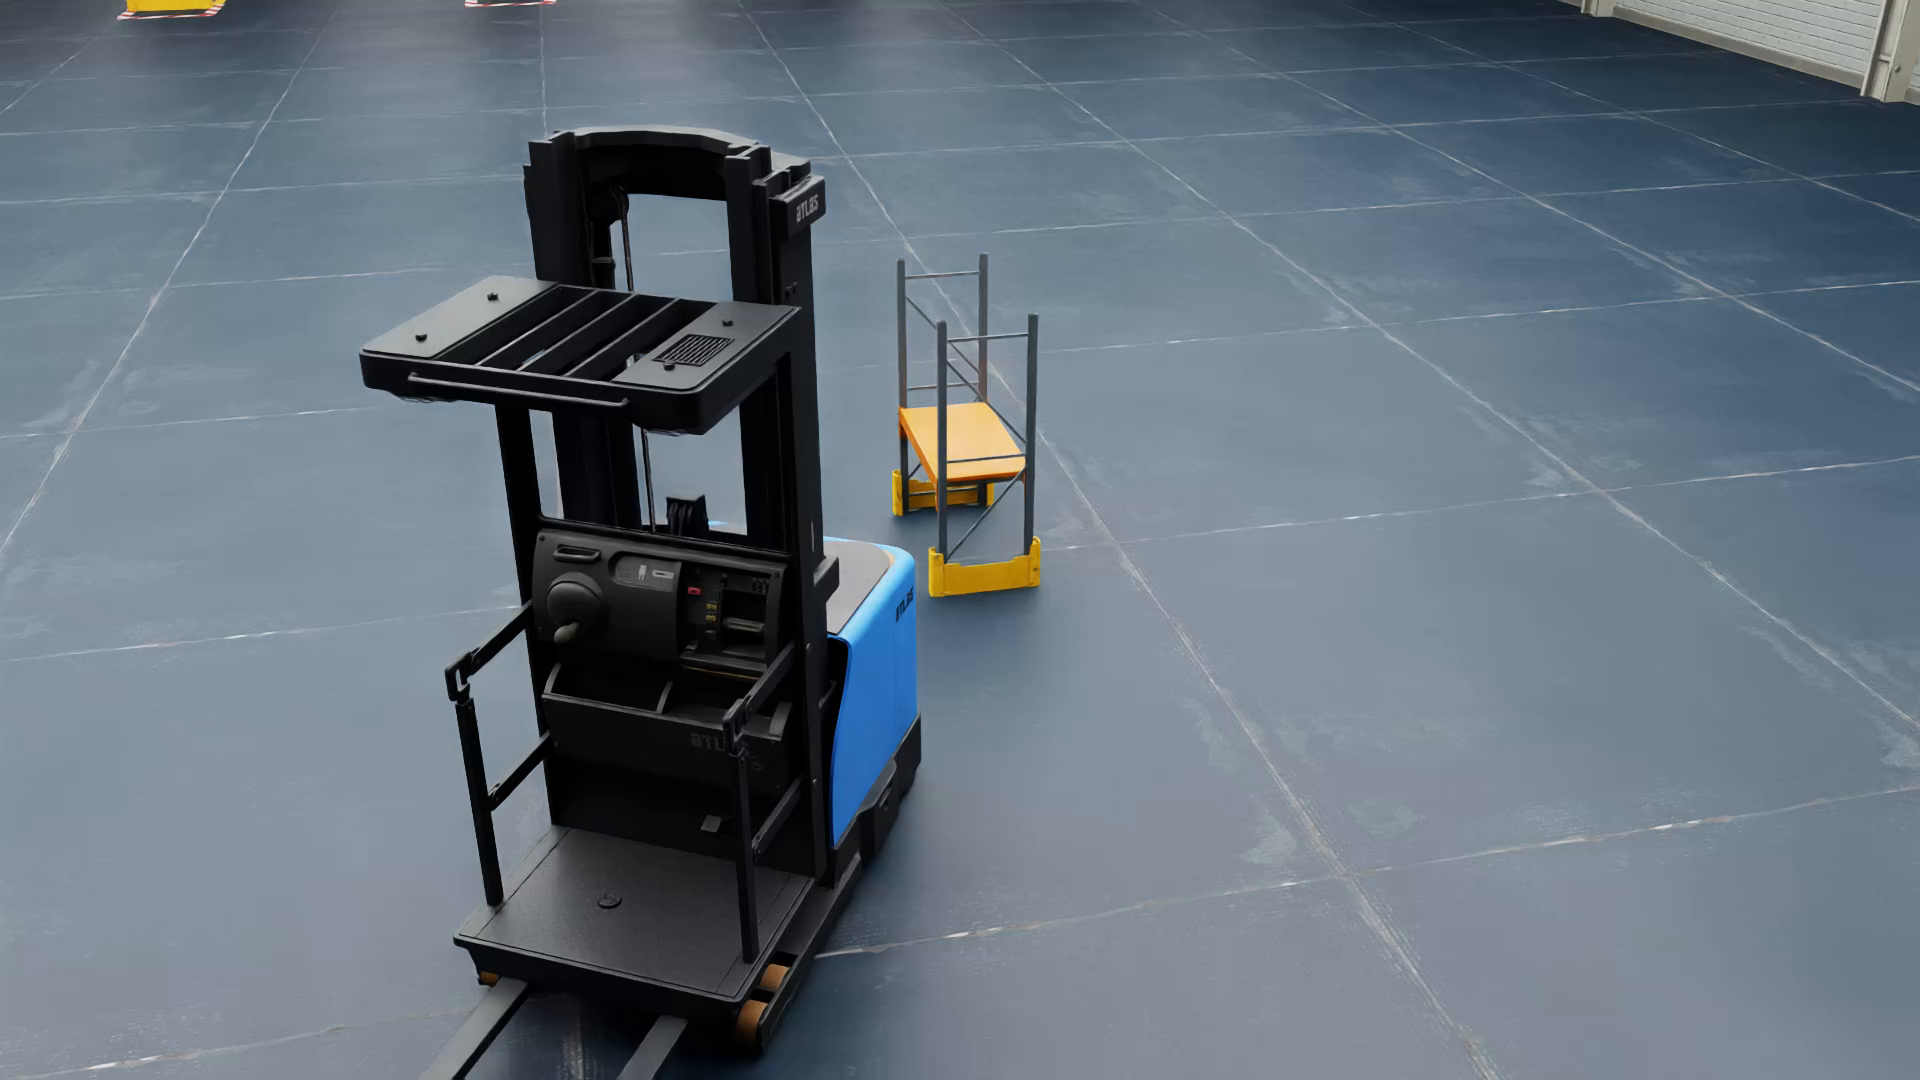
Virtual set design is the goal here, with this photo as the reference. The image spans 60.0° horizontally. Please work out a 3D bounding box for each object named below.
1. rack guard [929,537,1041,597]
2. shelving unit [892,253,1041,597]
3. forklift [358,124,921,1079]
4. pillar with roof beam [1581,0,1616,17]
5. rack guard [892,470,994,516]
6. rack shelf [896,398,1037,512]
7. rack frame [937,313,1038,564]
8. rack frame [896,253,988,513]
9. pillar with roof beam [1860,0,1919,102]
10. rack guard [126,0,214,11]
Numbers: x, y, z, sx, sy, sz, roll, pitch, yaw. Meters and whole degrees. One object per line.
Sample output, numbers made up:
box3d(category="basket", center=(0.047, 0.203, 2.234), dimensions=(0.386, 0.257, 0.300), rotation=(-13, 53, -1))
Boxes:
box3d(category="rack guard", center=(0.129, 0.140, 8.694), dimensions=(0.587, 0.250, 0.087), rotation=(-6, 27, -12))
box3d(category="shelving unit", center=(0.017, -0.636, 8.846), dimensions=(0.587, 1.500, 1.083), rotation=(-6, 27, -12))
box3d(category="forklift", center=(-1.099, 0.251, 5.501), dimensions=(1.130, 2.935, 3.031), rotation=(8, 28, 16))
box3d(category="pillar with roof beam", center=(5.288, -11.401, 21.851), dimensions=(9.100, 9.000, 0.400), rotation=(-6, 27, -12))
box3d(category="rack guard", center=(-0.095, -0.297, 9.561), dimensions=(0.587, 0.250, 0.087), rotation=(-6, 27, -12))
box3d(category="rack shelf", center=(0.019, -0.472, 8.919), dimensions=(0.538, 0.185, 1.000), rotation=(-6, 27, -12))
box3d(category="rack frame", center=(0.134, -0.409, 8.396), dimensions=(0.500, 1.500, 0.032), rotation=(-6, 27, -12))
box3d(category="rack frame", center=(-0.095, -0.855, 9.280), dimensions=(0.500, 1.500, 0.032), rotation=(-6, 27, -12))
box3d(category="pillar with roof beam", center=(6.640, -8.767, 16.632), dimensions=(9.100, 9.000, 0.400), rotation=(-6, 27, -12))
box3d(category="rack guard", center=(-11.970, -8.294, 25.128), dimensions=(1.175, 0.500, 0.348), rotation=(-6, 27, -12))
